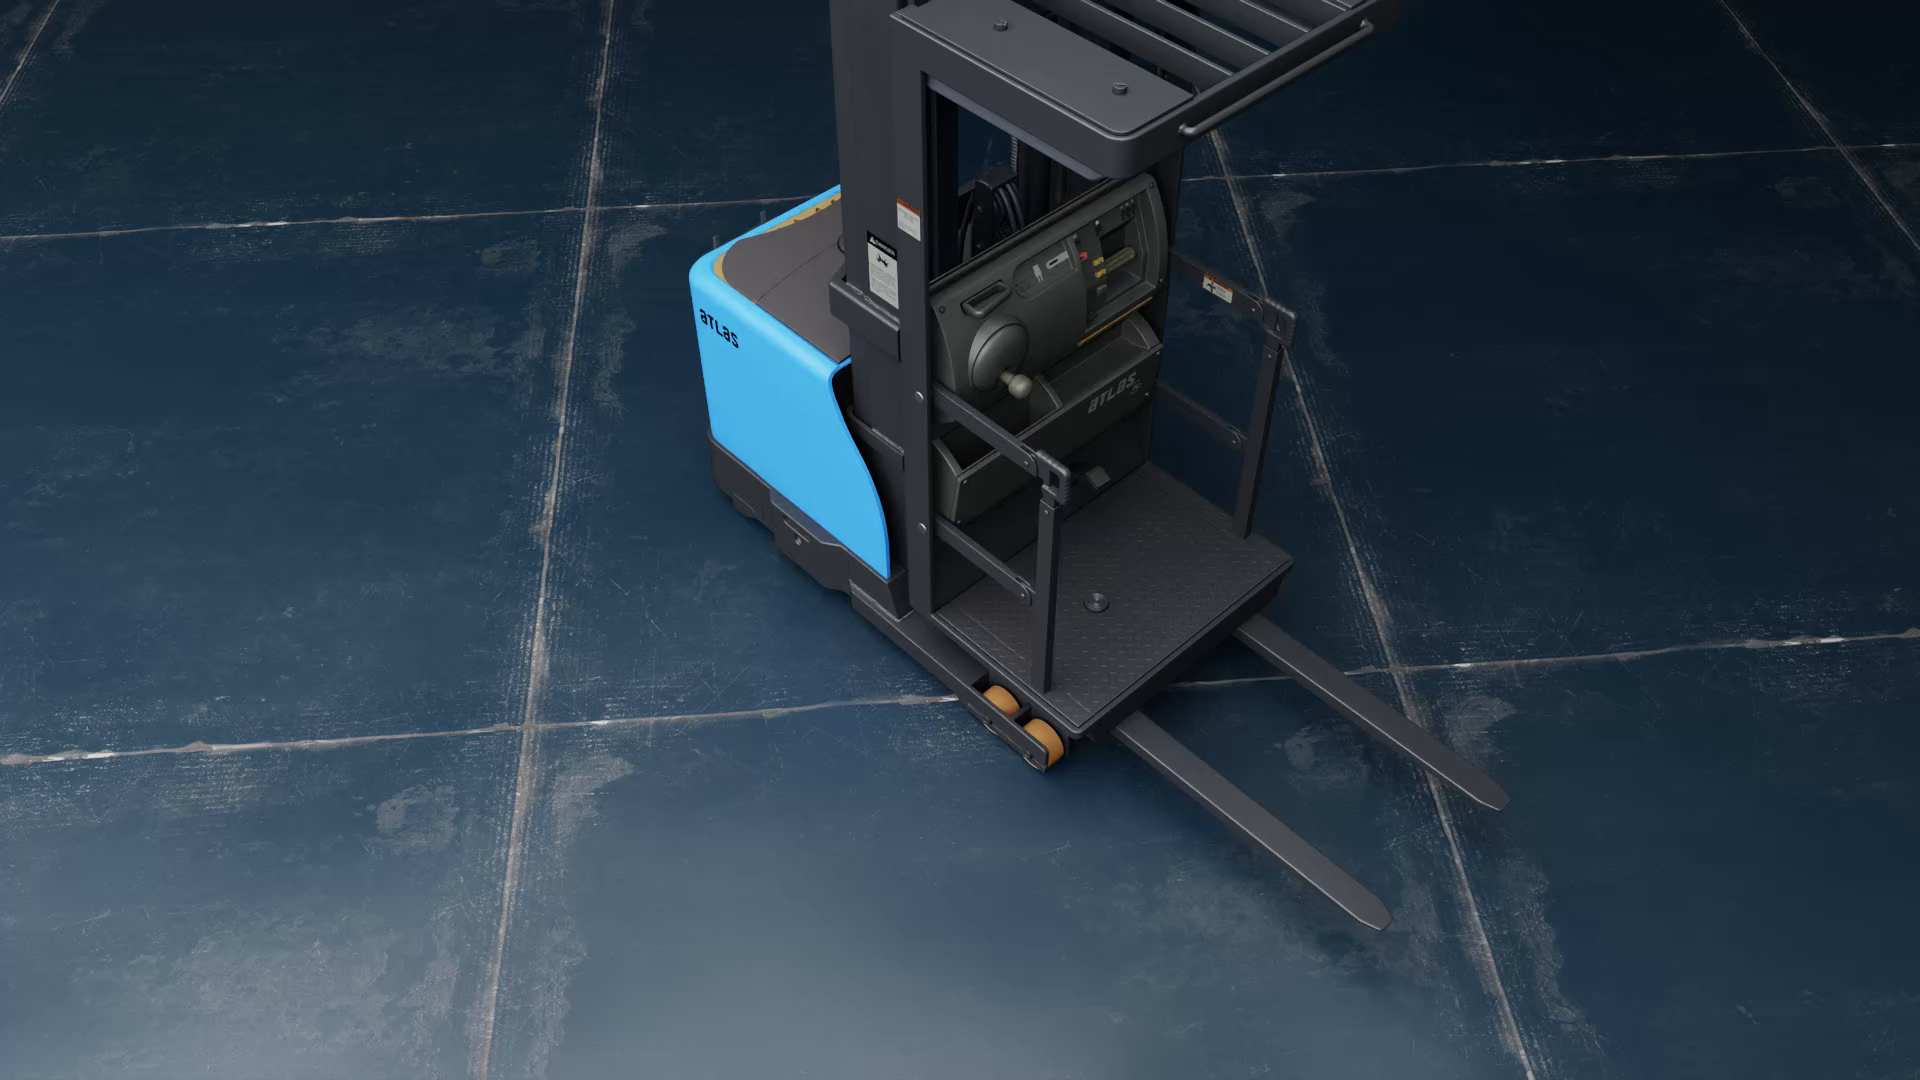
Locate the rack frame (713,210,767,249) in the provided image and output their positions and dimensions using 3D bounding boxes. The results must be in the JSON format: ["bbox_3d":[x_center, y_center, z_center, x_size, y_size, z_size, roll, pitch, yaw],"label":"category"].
[{"bbox_3d":[-0.810,-0.852,6.437,0.240,0.900,0.006,-34,55,-28],"label":"rack frame"}]

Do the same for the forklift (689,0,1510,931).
[{"bbox_3d":[0.433,-0.675,4.871,1.130,2.935,3.031,-35,55,-28],"label":"forklift"}]

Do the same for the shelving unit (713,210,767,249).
[{"bbox_3d":[-0.741,-0.798,6.386,0.258,0.900,0.210,-34,55,-28],"label":"shelving unit"}]
